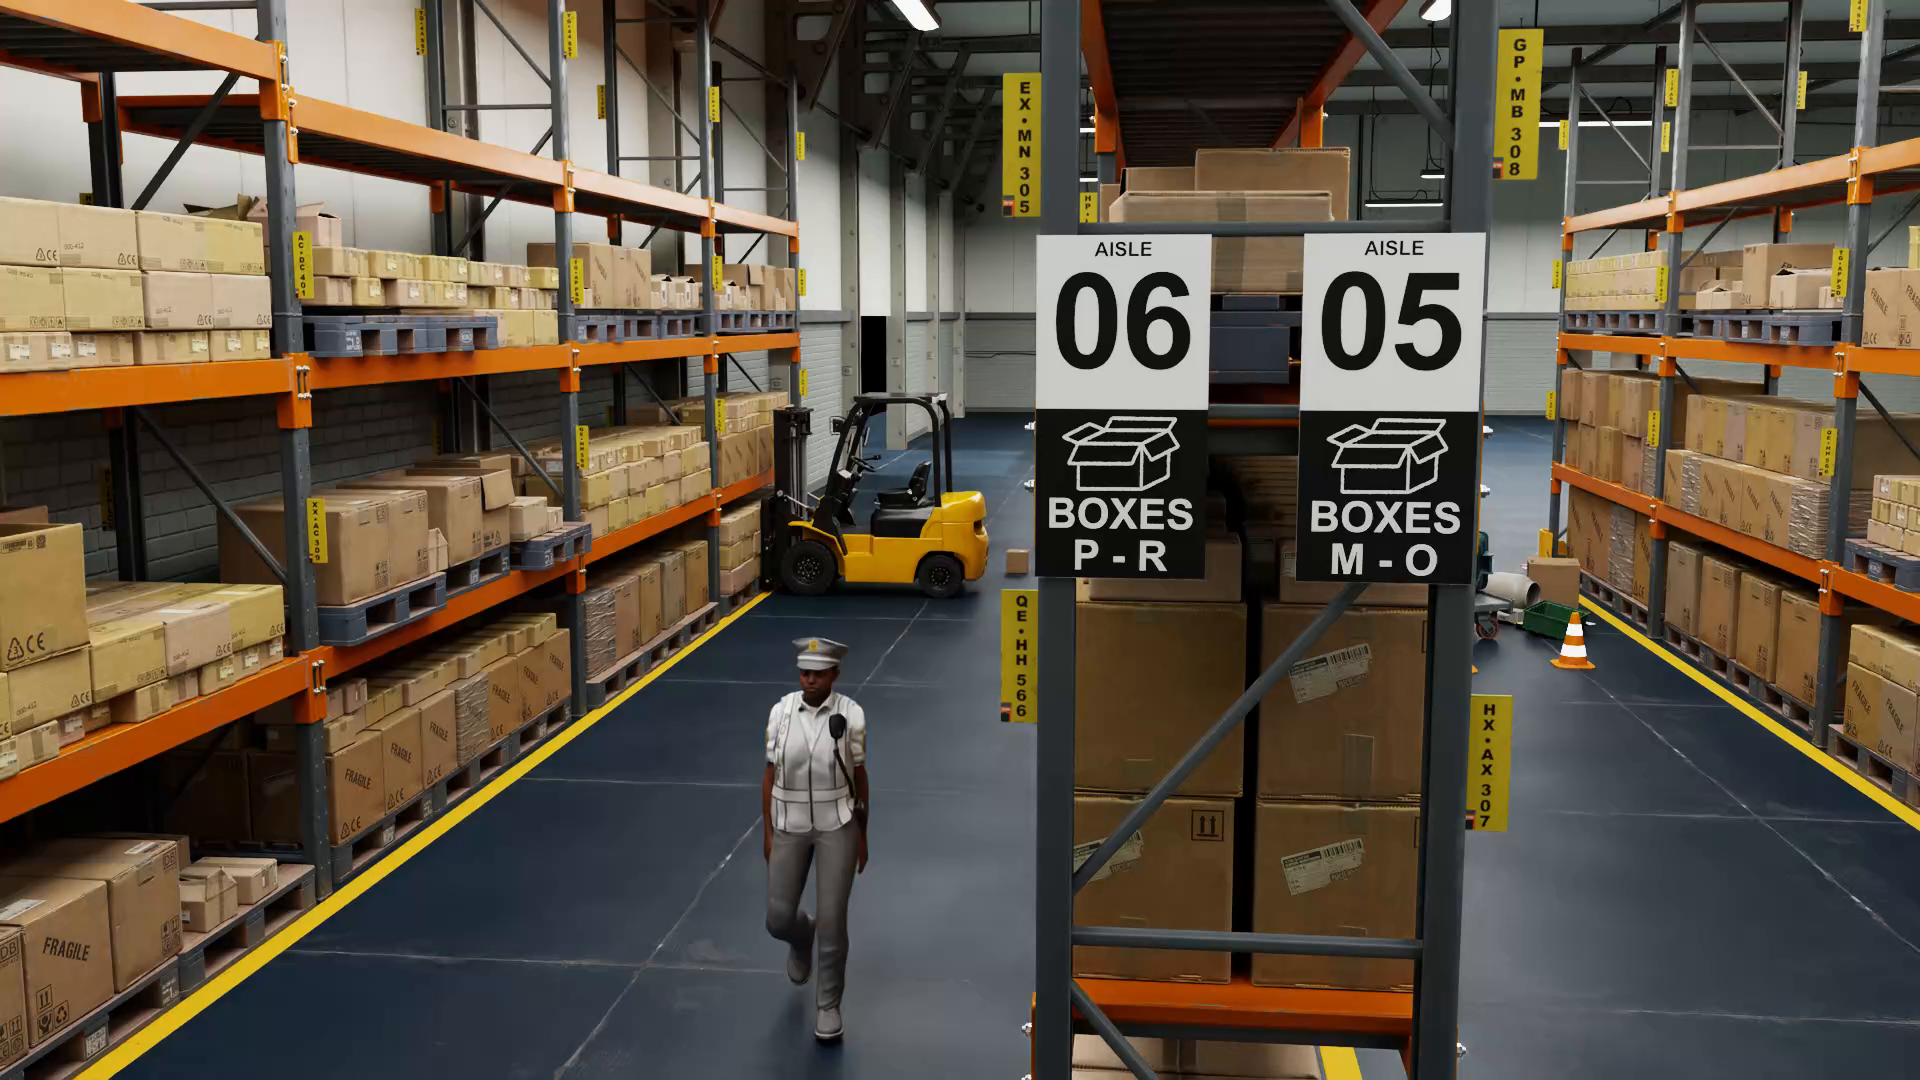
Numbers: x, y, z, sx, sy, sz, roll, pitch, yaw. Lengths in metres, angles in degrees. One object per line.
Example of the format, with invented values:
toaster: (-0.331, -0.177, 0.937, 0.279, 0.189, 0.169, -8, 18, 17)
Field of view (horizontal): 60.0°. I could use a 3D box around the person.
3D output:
person: (-0.607, 1.214, 7.082, 0.450, 1.671, 0.607, 0, 8, 4)
